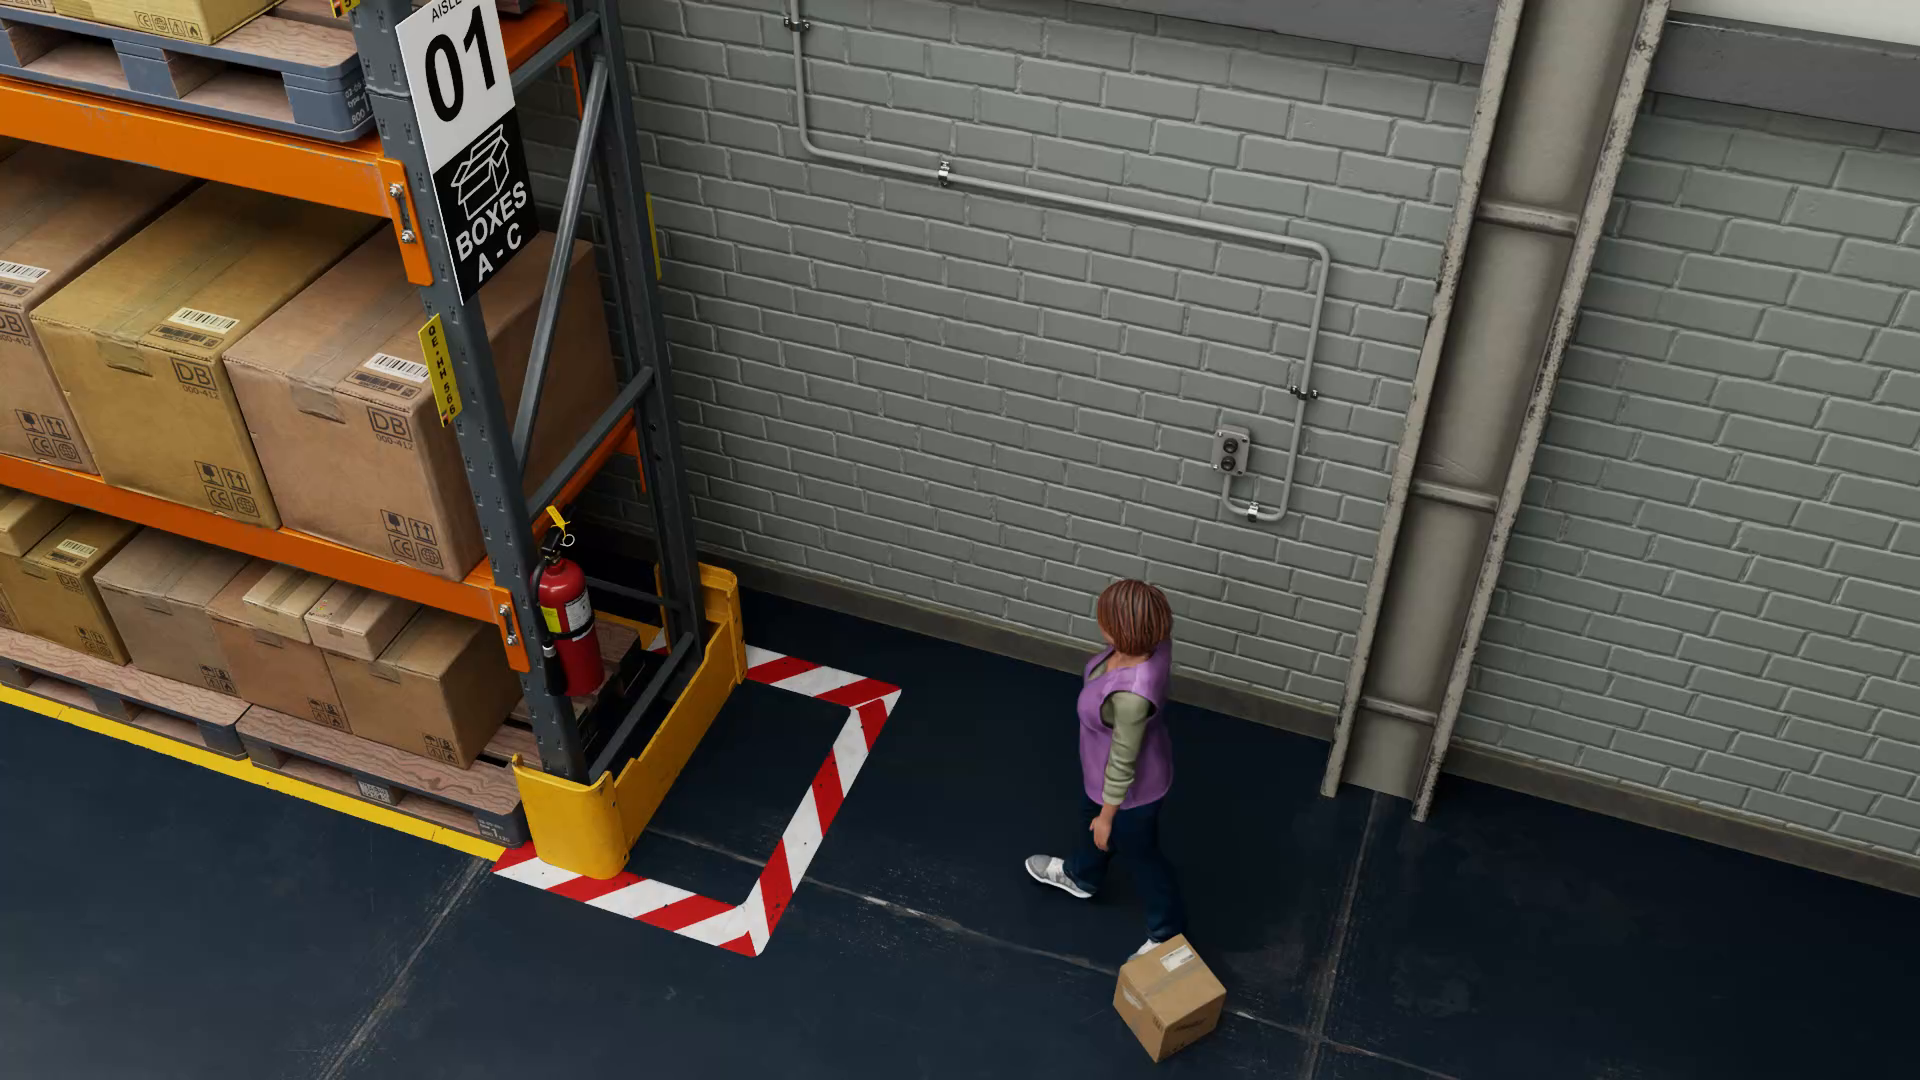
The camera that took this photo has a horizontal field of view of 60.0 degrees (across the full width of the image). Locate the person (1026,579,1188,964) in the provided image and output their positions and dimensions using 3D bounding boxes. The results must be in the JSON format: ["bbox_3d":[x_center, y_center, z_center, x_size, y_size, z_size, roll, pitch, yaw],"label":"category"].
[{"bbox_3d":[0.506,0.718,5.350,0.581,1.582,0.607,5,42,6],"label":"person"}]
